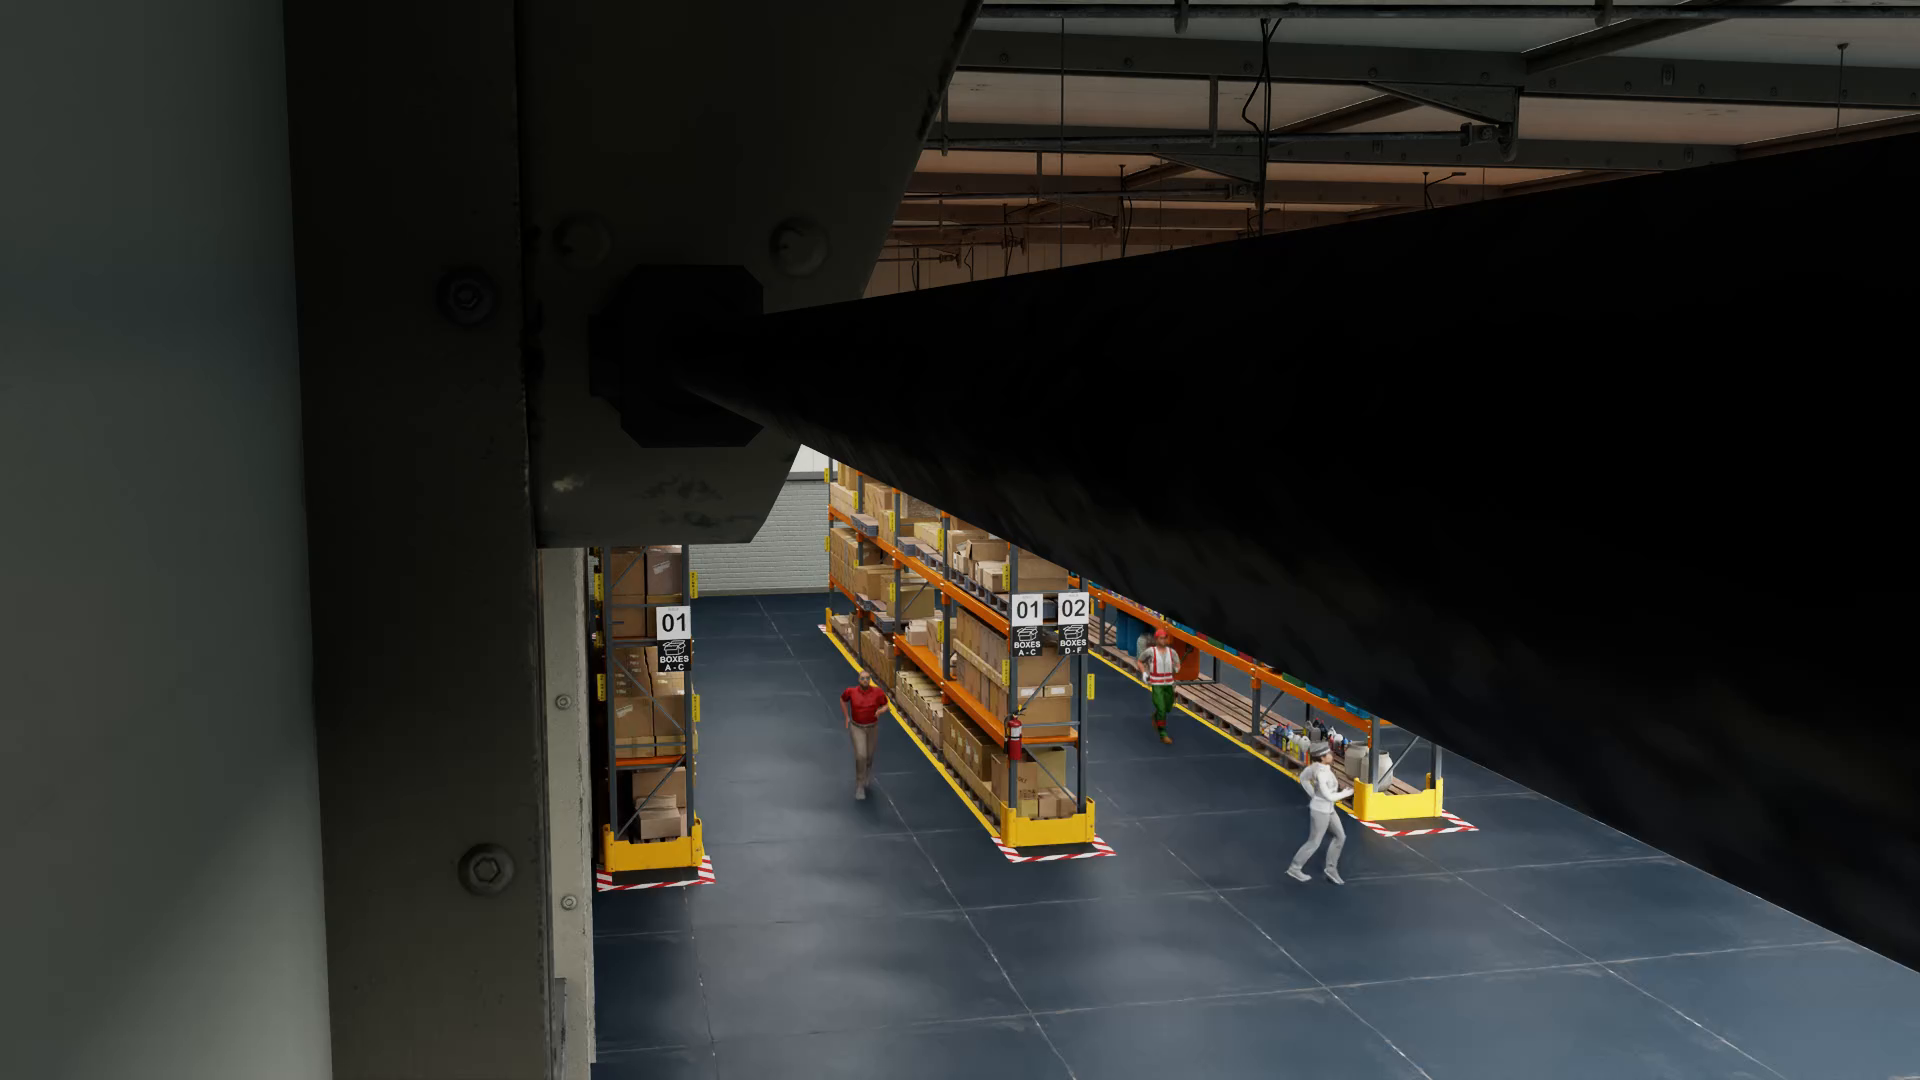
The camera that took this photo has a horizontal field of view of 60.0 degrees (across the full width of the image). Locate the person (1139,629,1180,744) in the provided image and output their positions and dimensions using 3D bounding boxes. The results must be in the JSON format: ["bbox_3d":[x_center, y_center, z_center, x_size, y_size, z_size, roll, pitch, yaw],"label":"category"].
[{"bbox_3d":[3.187,2.292,26.393,0.642,1.768,0.963,-2,7,-17],"label":"person"}]

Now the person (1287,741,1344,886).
[{"bbox_3d":[4.165,3.194,19.388,0.664,1.744,0.311,1,7,12],"label":"person"}]

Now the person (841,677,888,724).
[{"bbox_3d":[-1.322,2.222,23.277,0.616,0.691,0.461,-2,7,-16],"label":"person"}]
